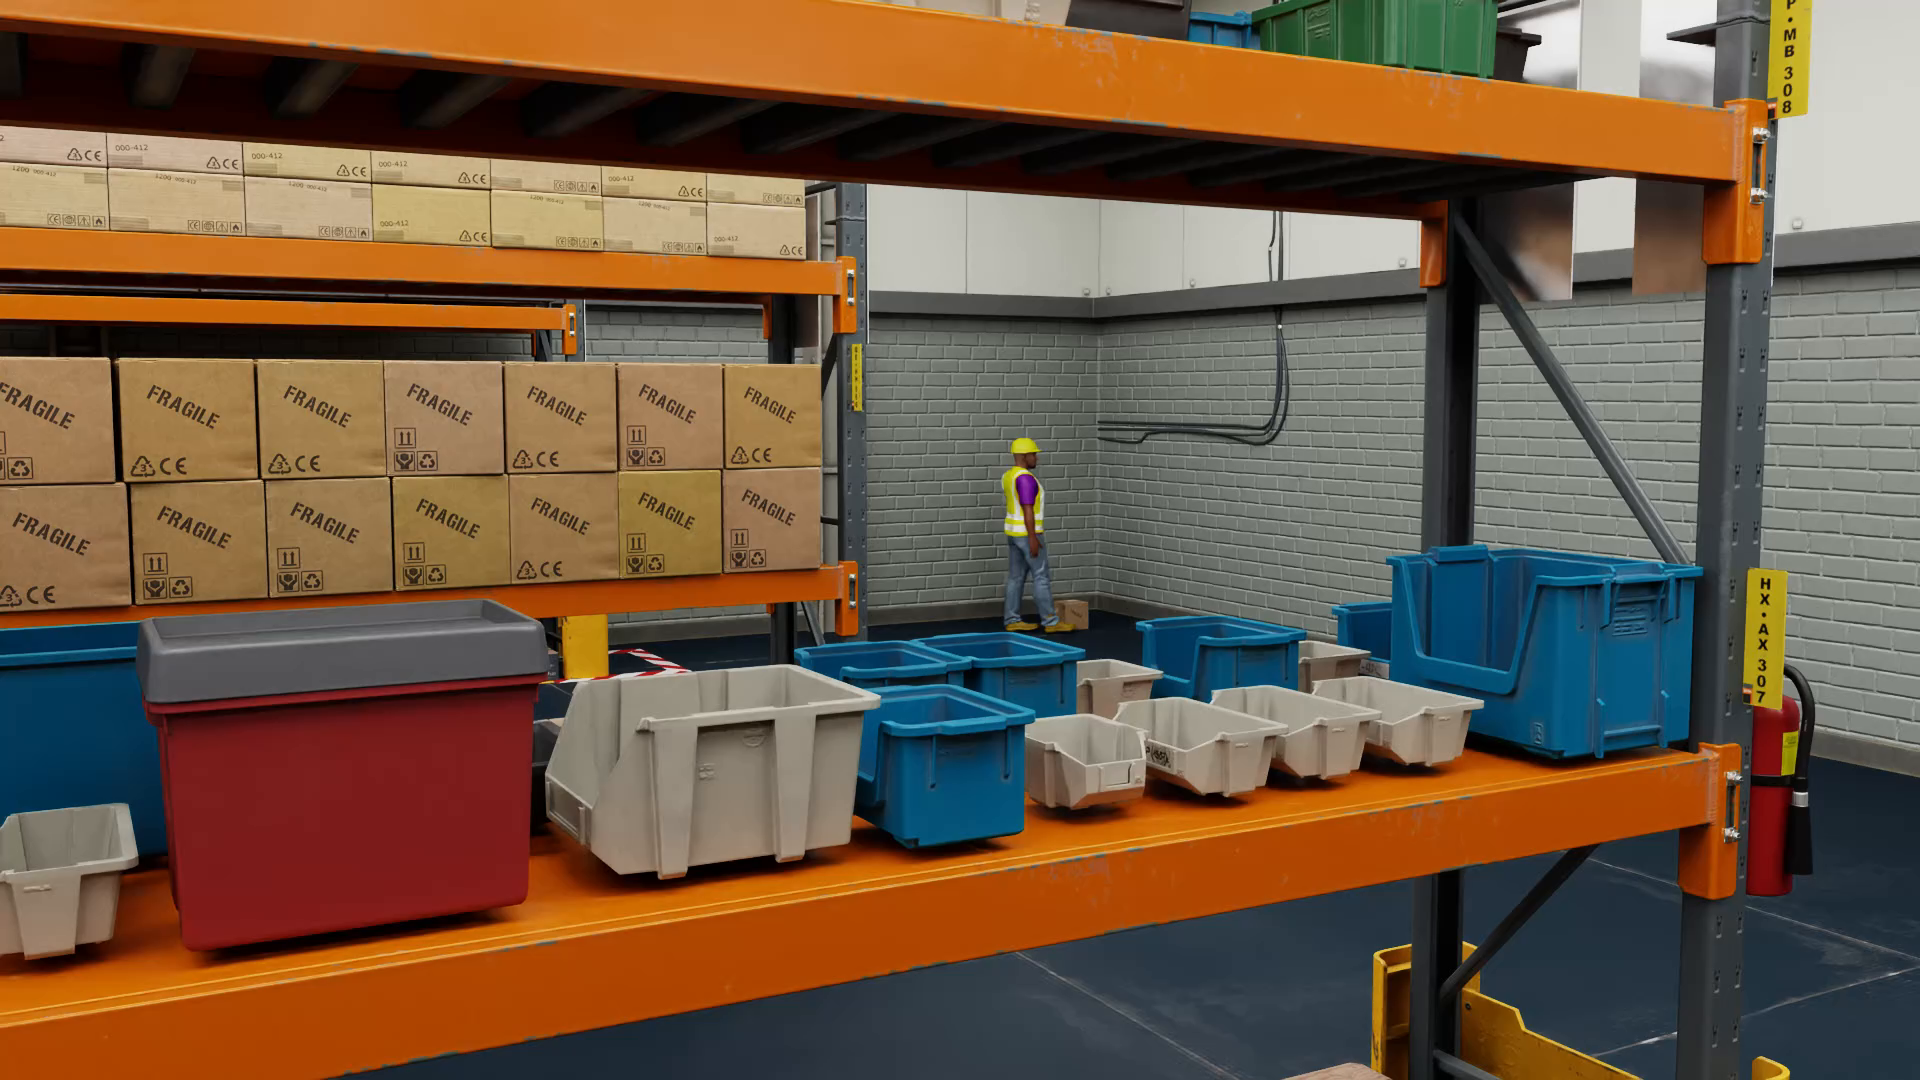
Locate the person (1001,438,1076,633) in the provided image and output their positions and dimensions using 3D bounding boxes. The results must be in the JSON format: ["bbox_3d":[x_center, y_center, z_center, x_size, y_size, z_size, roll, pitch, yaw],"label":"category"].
[{"bbox_3d":[0.711,-0.045,15.111,0.617,1.765,0.572,-2,5,-19],"label":"person"}]
